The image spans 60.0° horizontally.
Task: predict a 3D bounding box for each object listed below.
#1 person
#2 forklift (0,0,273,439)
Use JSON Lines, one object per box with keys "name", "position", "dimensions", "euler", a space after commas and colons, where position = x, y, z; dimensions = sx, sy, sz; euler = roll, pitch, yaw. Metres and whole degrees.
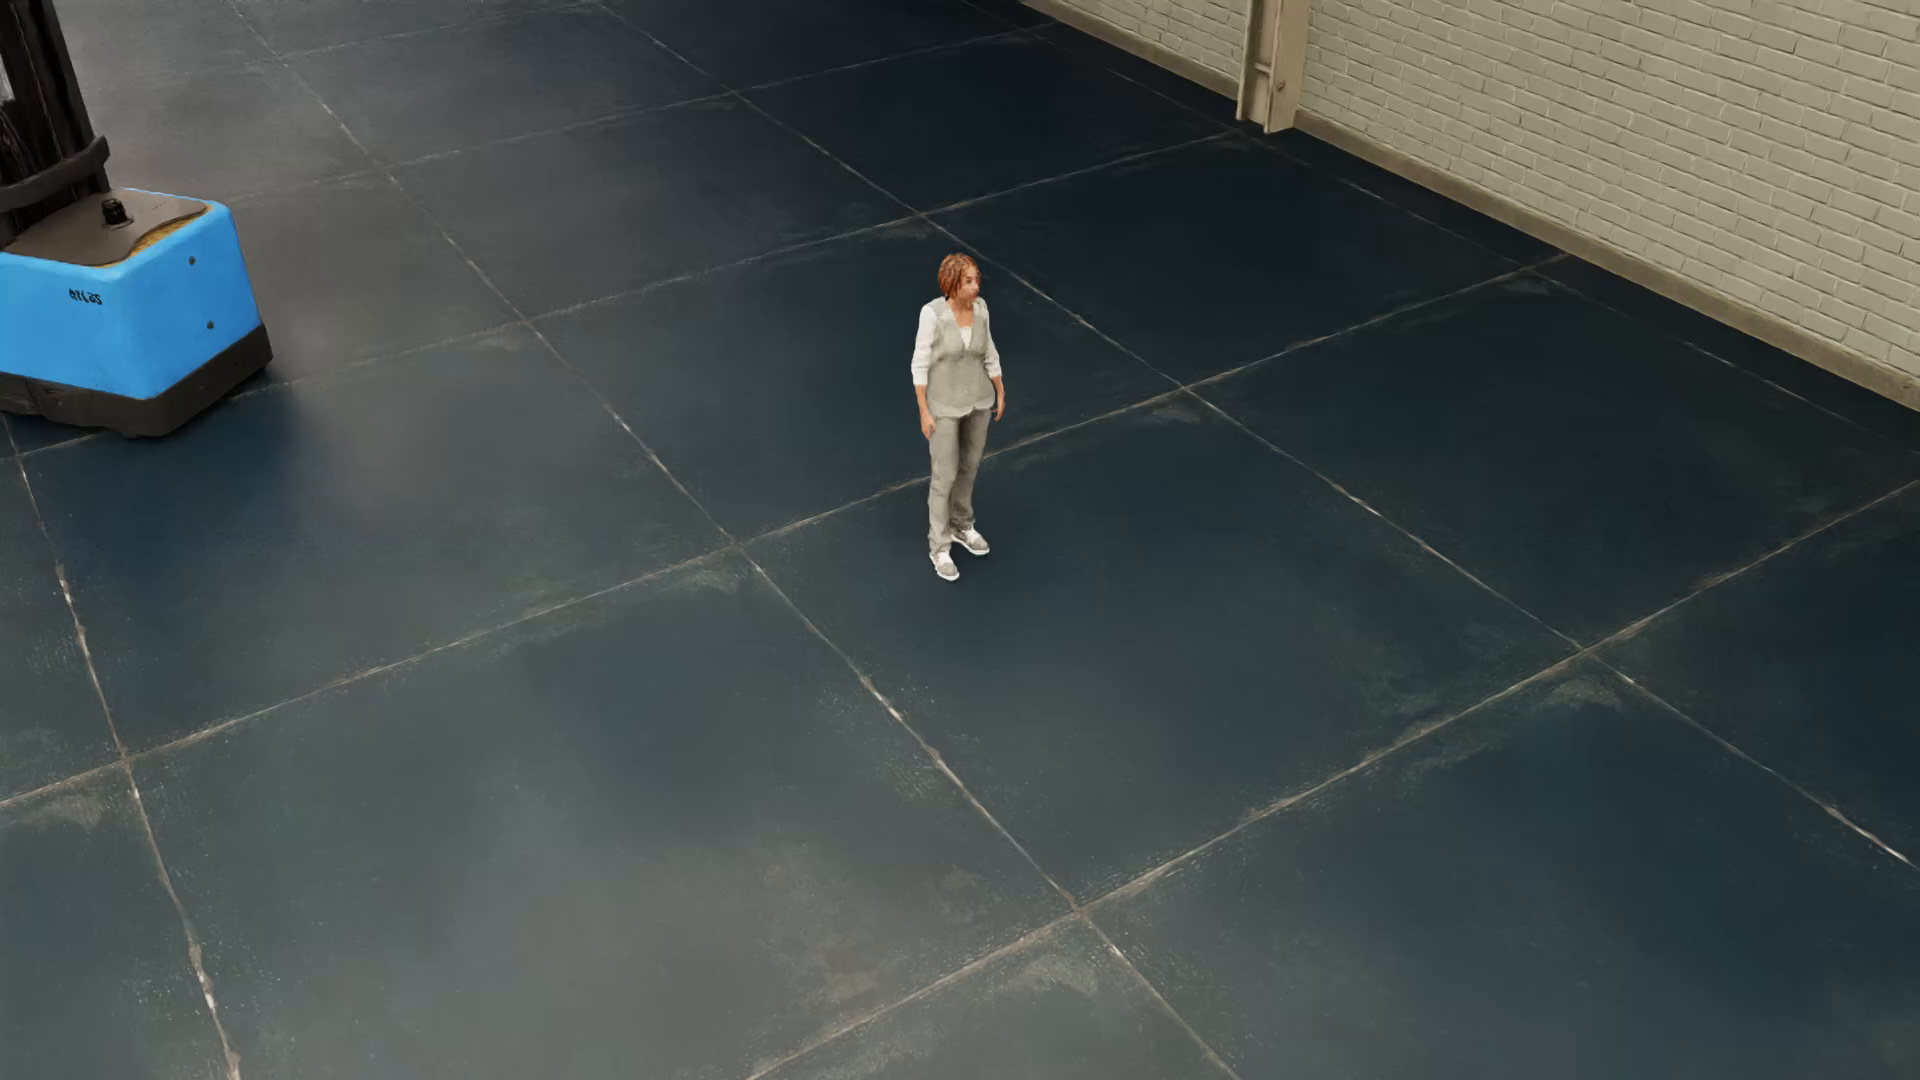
{"name": "person", "position": [0.029, -0.619, 8.177], "dimensions": [0.521, 1.597, 0.474], "euler": [-21, 40, -27]}
{"name": "forklift", "position": [-5.770, -2.275, 9.385], "dimensions": [3.031, 2.935, 1.130], "euler": [11, 37, 15]}
